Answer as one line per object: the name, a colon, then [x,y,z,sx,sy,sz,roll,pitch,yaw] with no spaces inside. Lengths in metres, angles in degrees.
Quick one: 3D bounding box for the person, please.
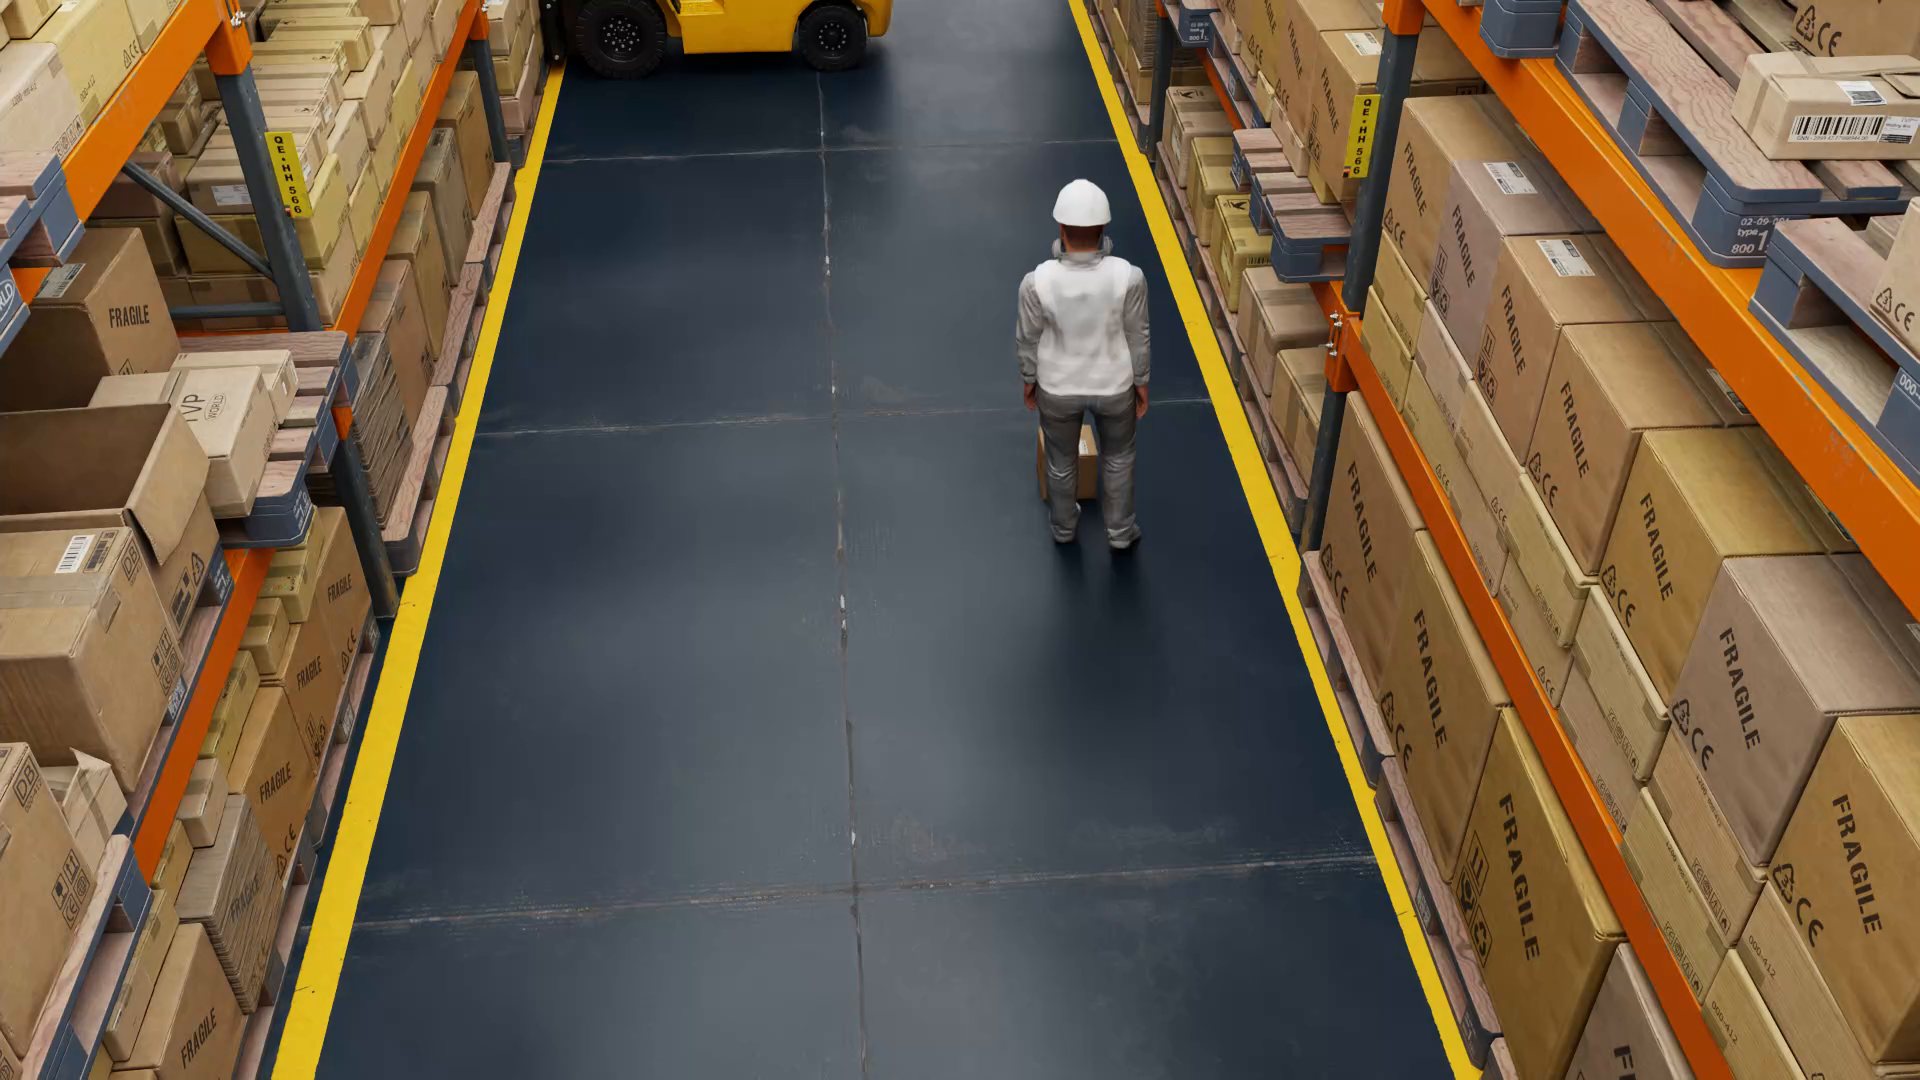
person: [0.526,-0.689,6.995,0.596,1.820,0.476,1,39,1]
